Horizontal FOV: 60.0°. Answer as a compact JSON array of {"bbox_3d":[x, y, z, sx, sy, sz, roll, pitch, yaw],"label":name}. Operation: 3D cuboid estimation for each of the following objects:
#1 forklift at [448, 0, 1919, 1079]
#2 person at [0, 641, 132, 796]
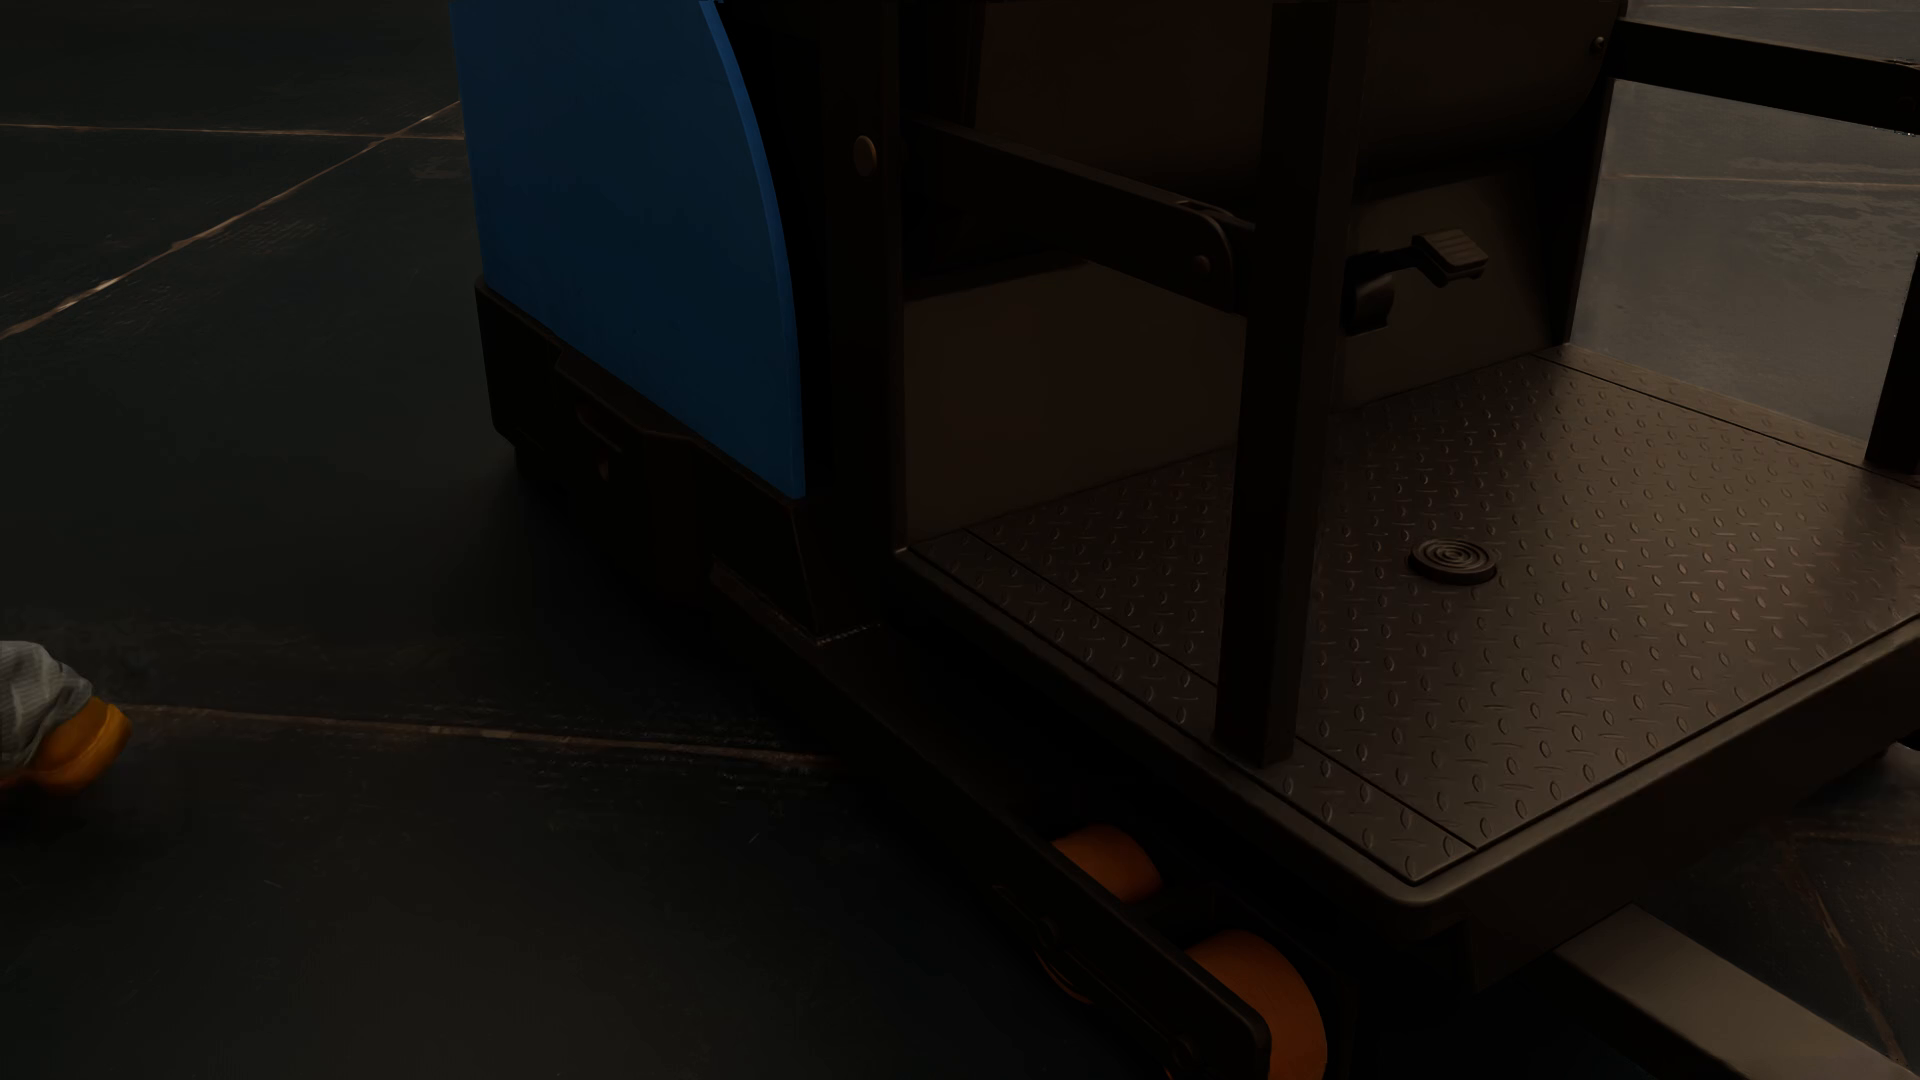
[{"bbox_3d":[0.490,-1.042,1.306,1.130,2.935,3.031,-17,31,-31],"label":"forklift"},{"bbox_3d":[-1.507,-0.299,1.424,1.116,1.546,0.980,6,27,13],"label":"person"}]
